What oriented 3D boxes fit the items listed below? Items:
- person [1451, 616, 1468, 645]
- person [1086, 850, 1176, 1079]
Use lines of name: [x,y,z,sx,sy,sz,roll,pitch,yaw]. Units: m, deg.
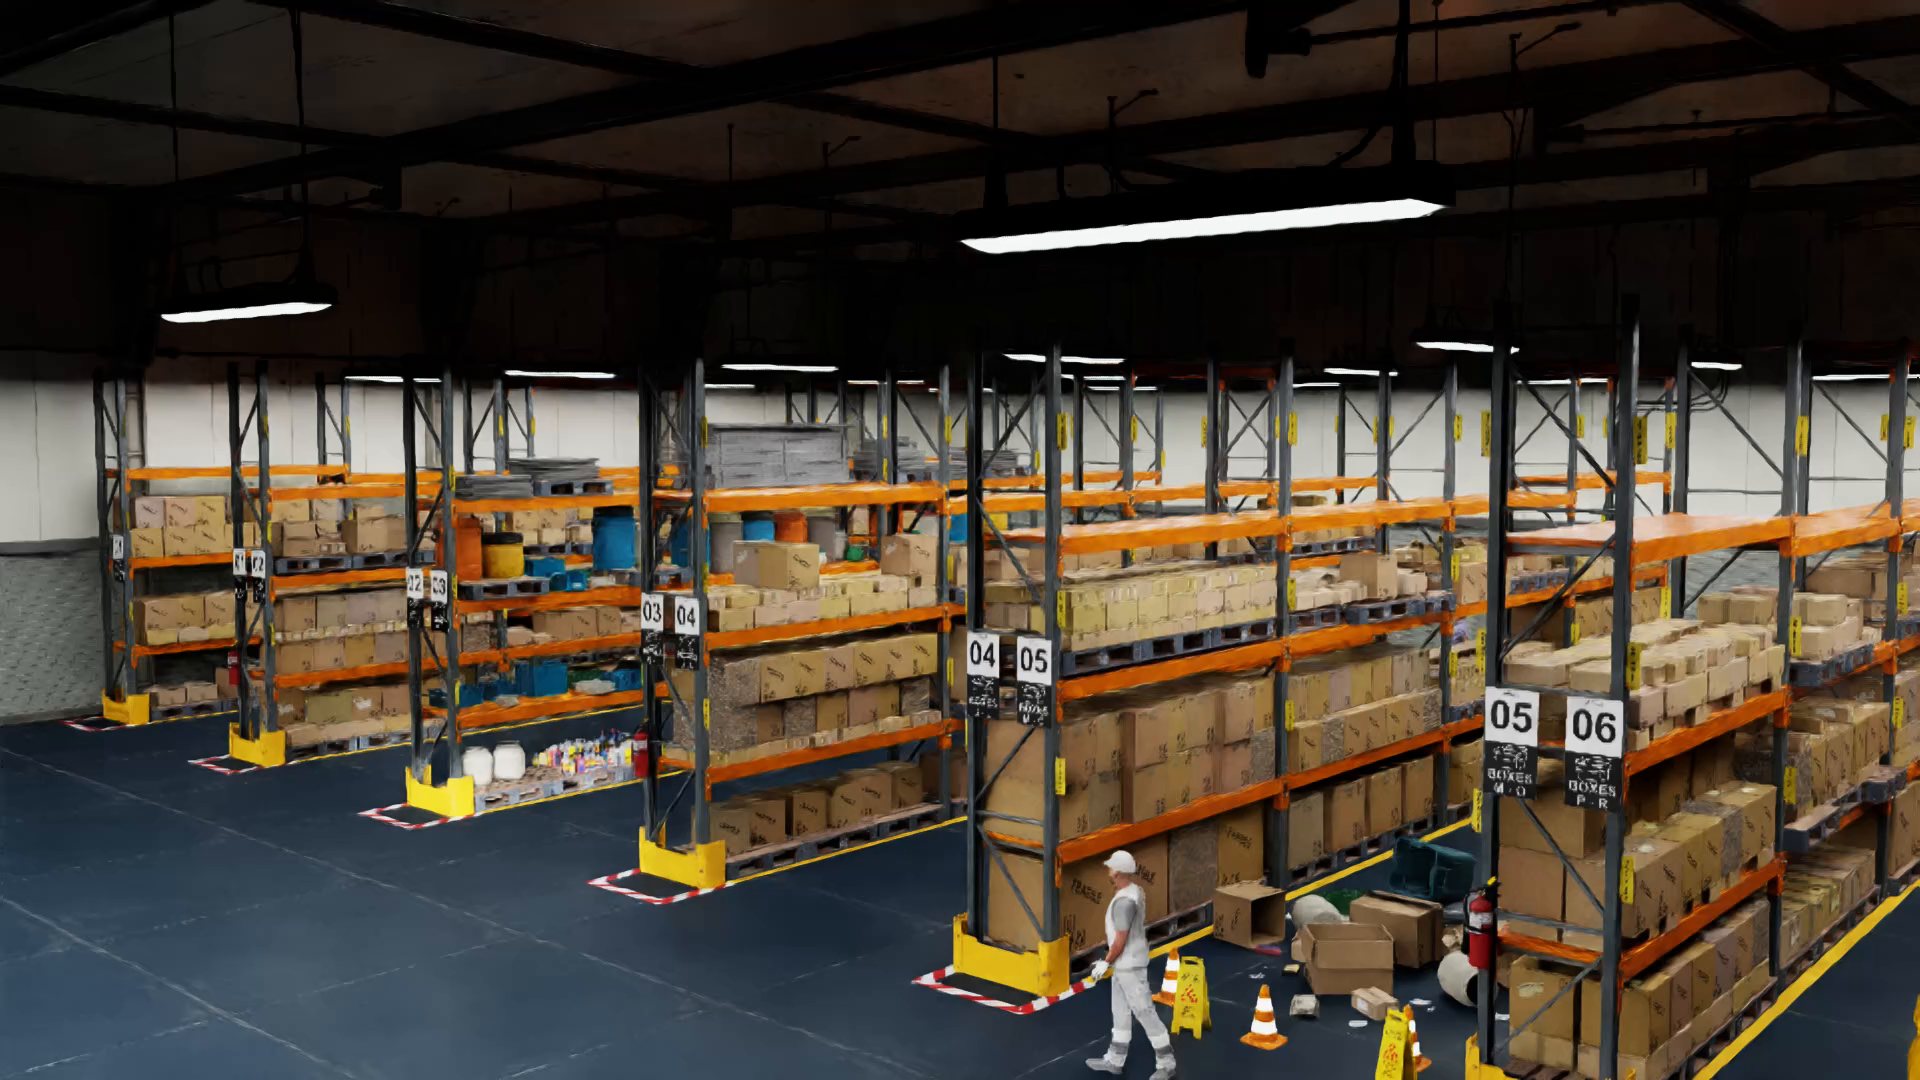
person: [9.268,2.080,30.705,0.398,1.642,0.608,1,4,10]
person: [1.340,3.325,13.016,0.714,1.783,0.555,1,4,8]
